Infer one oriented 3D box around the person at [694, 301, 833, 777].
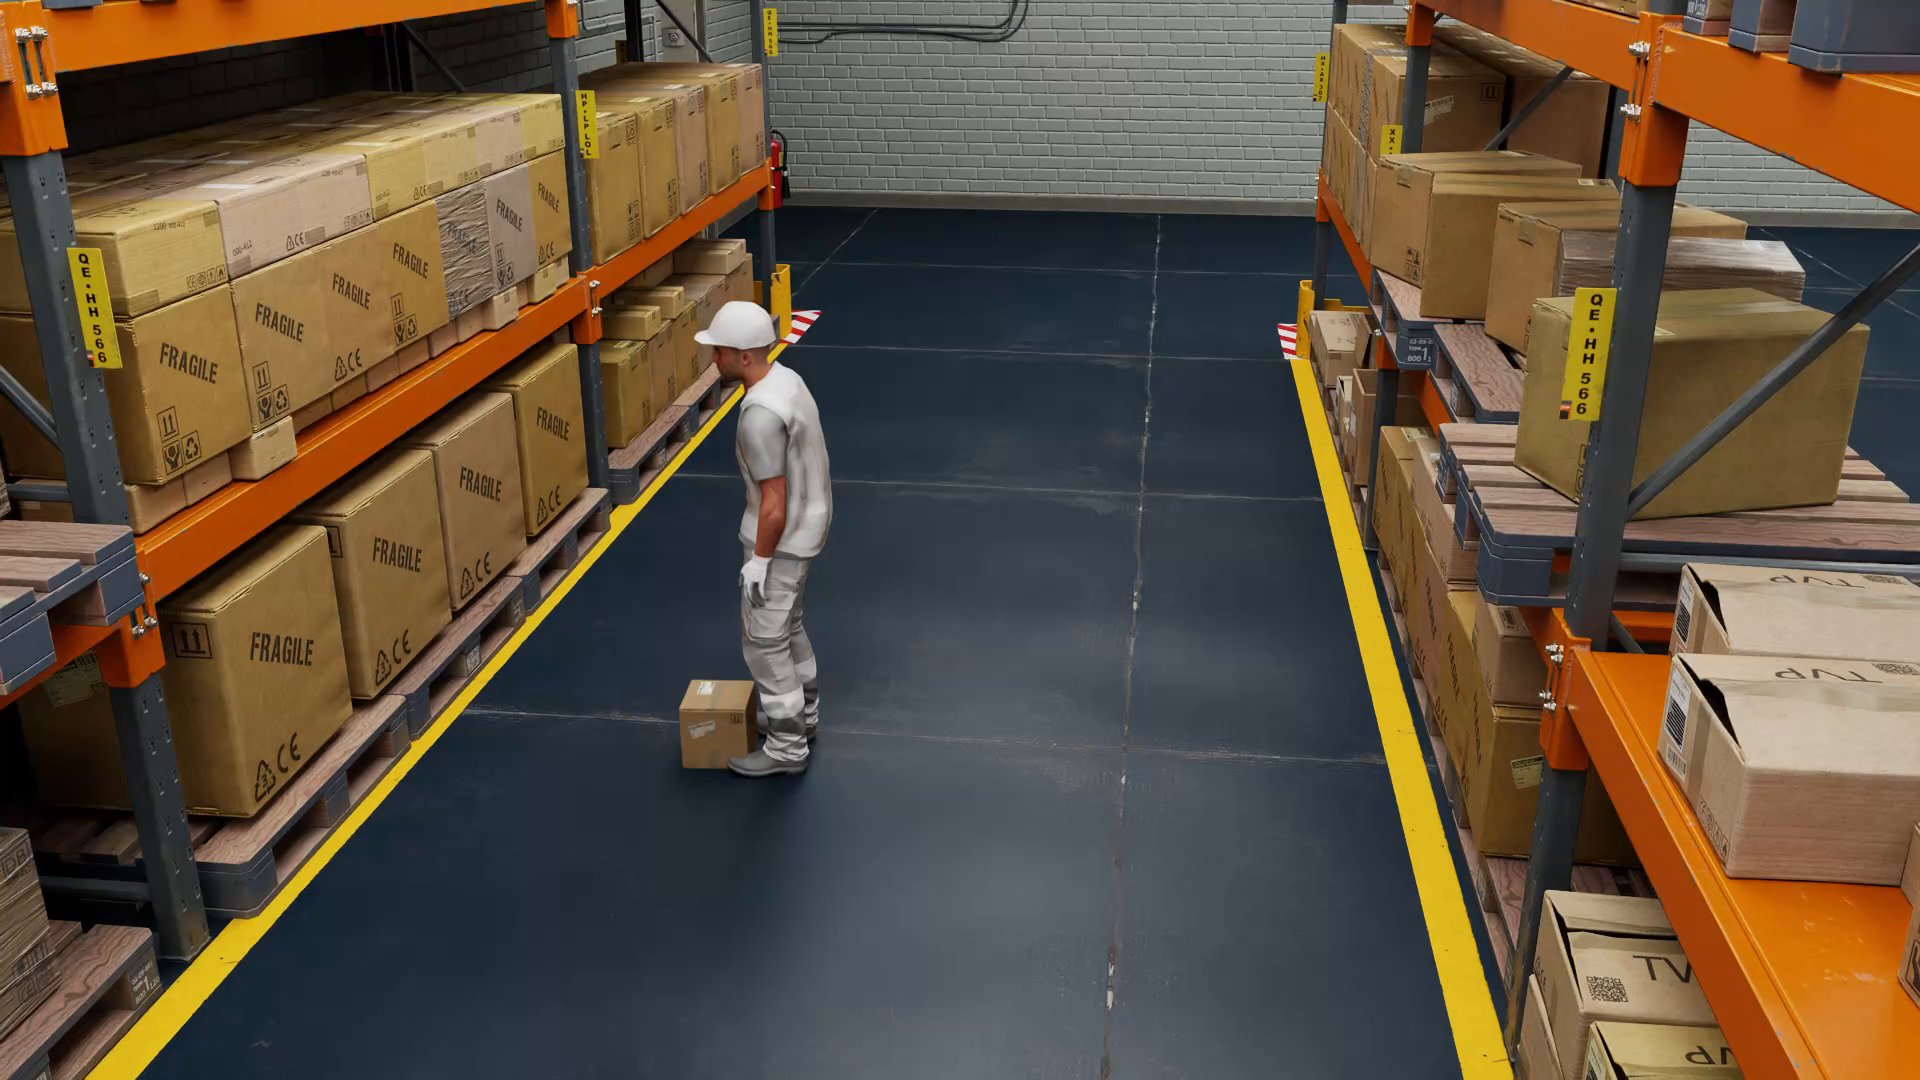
[{"bbox_3d":[-0.693,0.003,6.057,0.454,1.777,0.606,2,21,4],"label":"person"}]
